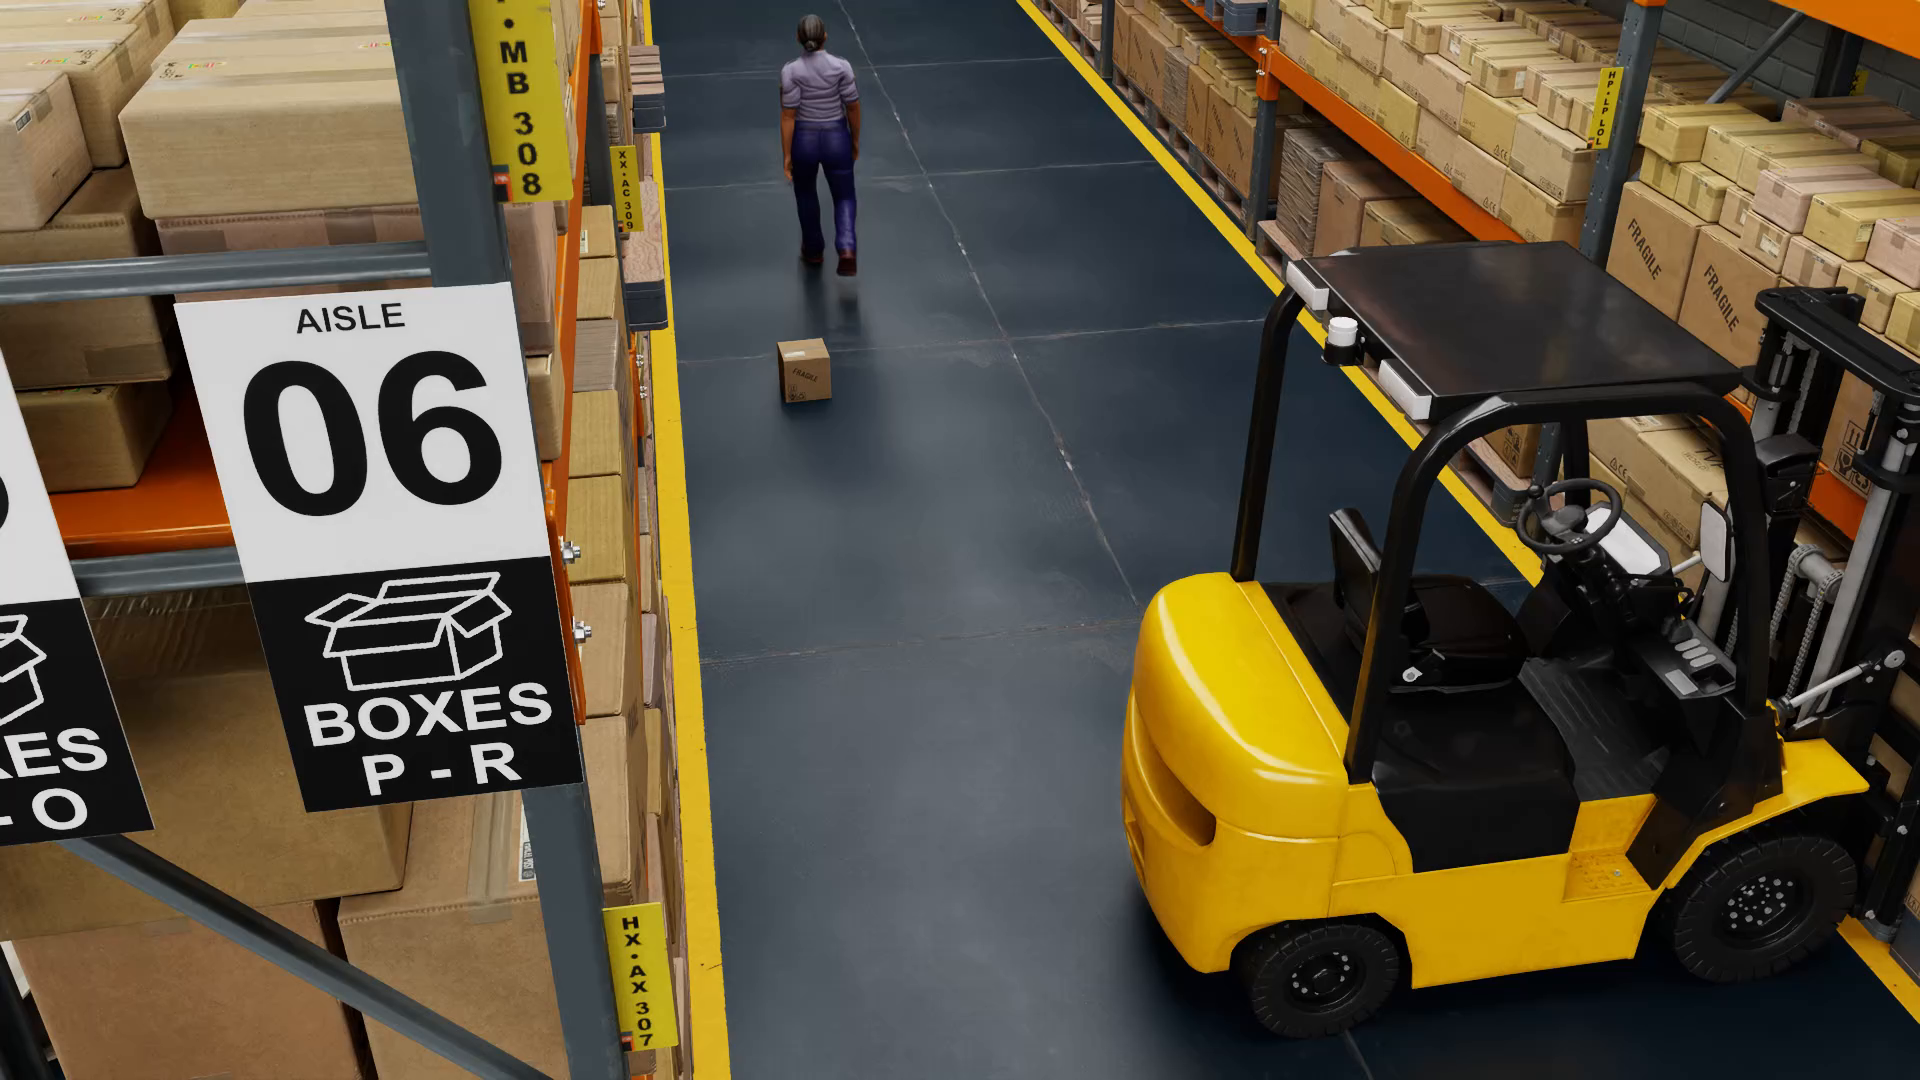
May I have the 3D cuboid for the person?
[{"bbox_3d":[-0.843,-2.395,10.145,0.488,1.605,0.857,-4,31,-7],"label":"person"}]
